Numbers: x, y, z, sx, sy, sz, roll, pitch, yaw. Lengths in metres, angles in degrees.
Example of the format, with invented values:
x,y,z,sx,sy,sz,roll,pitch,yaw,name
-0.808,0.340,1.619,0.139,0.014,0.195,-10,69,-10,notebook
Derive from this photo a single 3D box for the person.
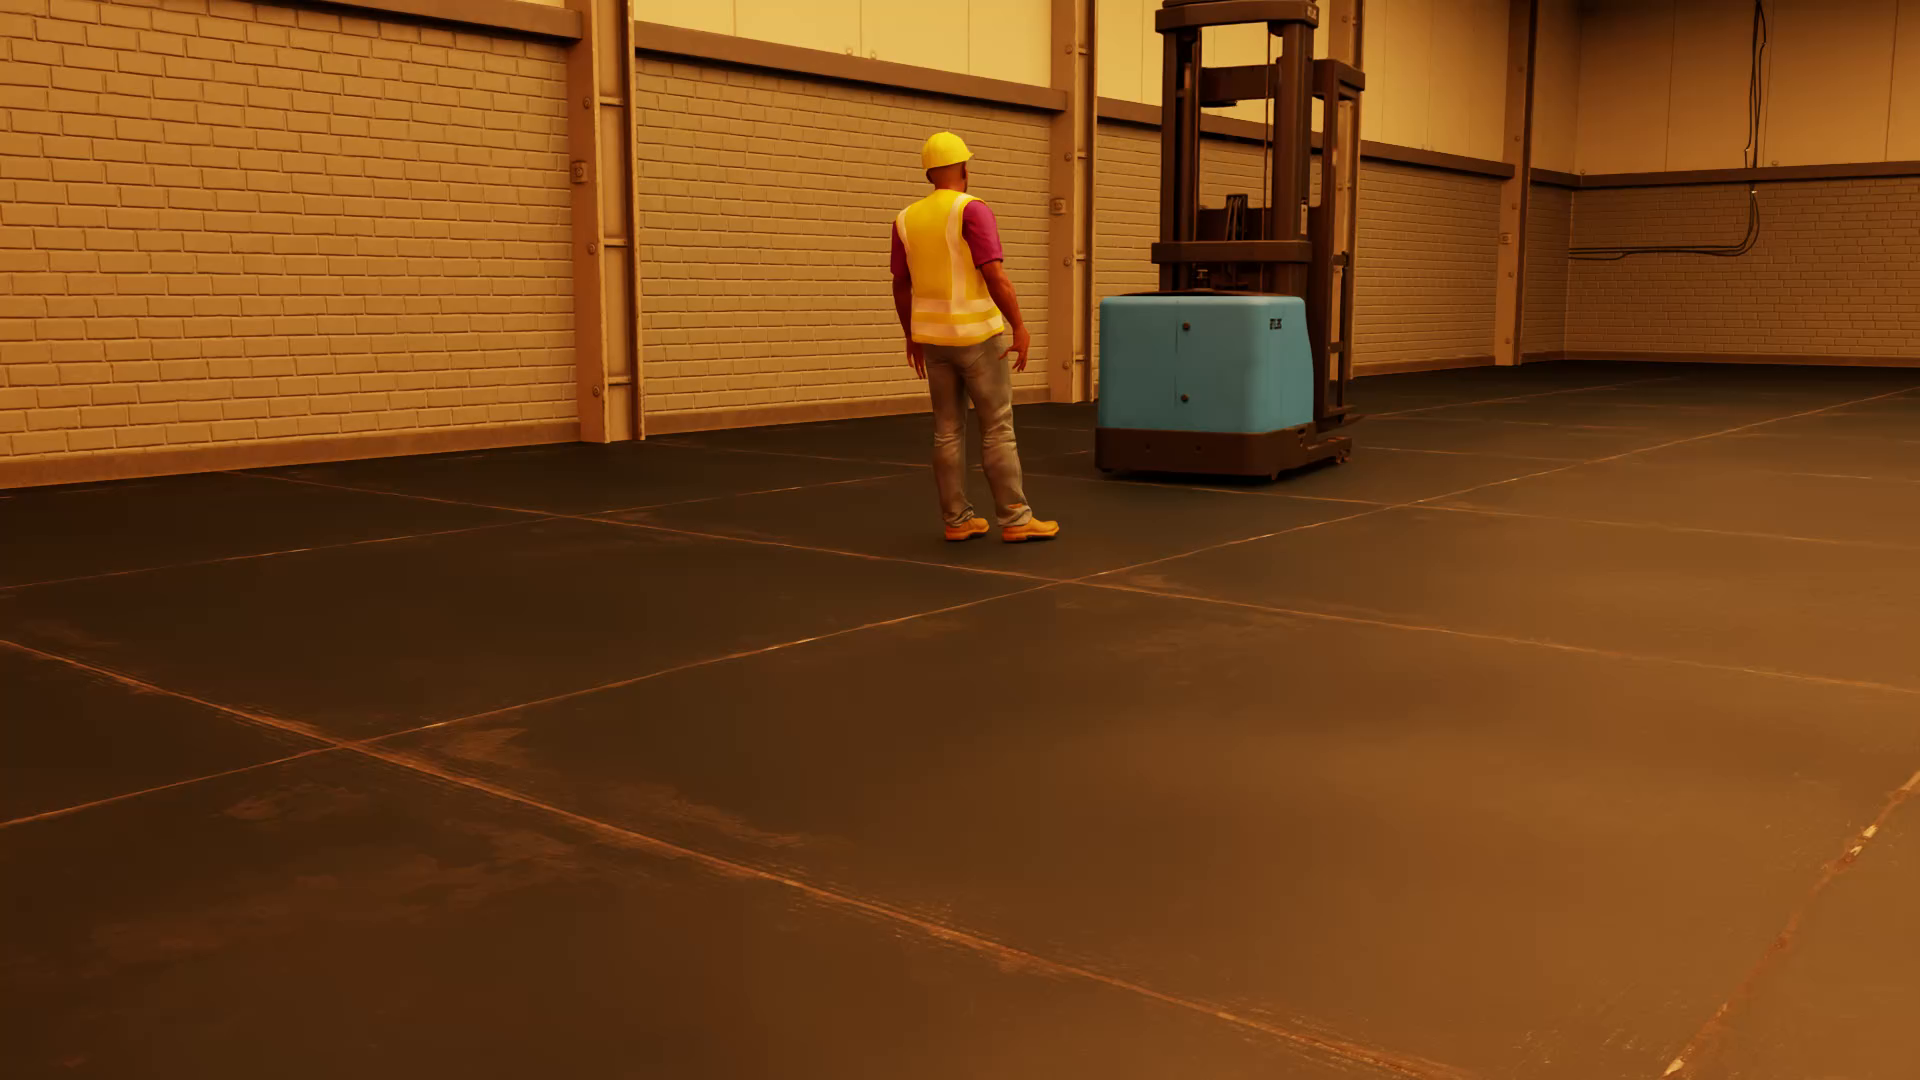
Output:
x,y,z,sx,sy,sz,roll,pitch,yaw,name
0.049,-0.888,7.327,0.665,1.768,0.575,7,11,38,person

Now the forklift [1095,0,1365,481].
x,y,z,sx,sy,sz,roll,pitch,yaw,name
1.926,-1.963,10.693,1.130,2.935,3.031,4,9,27,forklift
